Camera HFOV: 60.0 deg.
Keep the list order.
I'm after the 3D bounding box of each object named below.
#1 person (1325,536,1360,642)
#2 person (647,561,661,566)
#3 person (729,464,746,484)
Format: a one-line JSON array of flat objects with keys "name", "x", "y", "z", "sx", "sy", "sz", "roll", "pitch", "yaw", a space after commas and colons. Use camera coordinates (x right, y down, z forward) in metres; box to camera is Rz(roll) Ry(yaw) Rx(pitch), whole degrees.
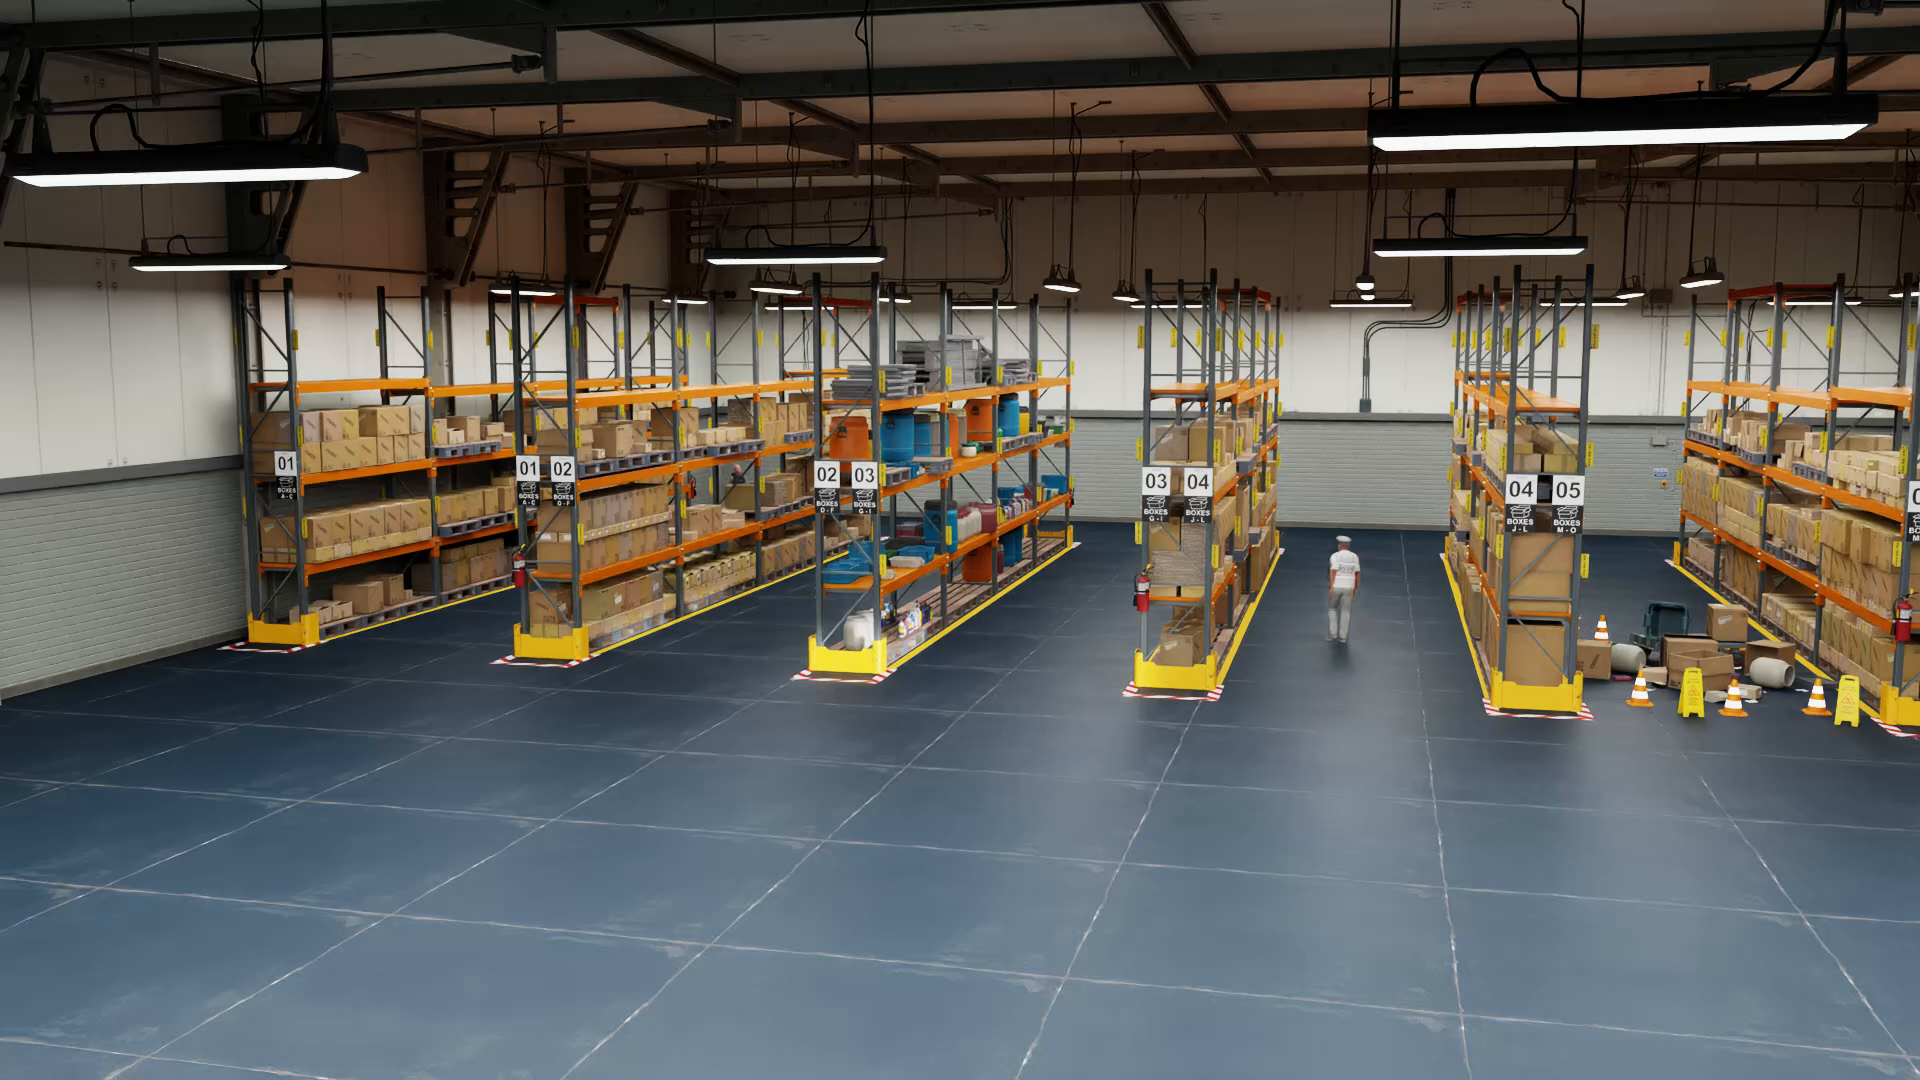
[{"name": "person", "x": 6.368, "y": 0.855, "z": 27.652, "sx": 0.541, "sy": 1.819, "sz": 0.599, "roll": 1, "pitch": 7, "yaw": 8}, {"name": "person", "x": -6.795, "y": -0.159, "z": 36.503, "sx": 0.417, "sy": 1.561, "sz": 0.768, "roll": 1, "pitch": 7, "yaw": 11}, {"name": "person", "x": -6.018, "y": -1.184, "z": 44.527, "sx": 0.803, "sy": 1.699, "sz": 0.537, "roll": 5, "pitch": 8, "yaw": 33}]
